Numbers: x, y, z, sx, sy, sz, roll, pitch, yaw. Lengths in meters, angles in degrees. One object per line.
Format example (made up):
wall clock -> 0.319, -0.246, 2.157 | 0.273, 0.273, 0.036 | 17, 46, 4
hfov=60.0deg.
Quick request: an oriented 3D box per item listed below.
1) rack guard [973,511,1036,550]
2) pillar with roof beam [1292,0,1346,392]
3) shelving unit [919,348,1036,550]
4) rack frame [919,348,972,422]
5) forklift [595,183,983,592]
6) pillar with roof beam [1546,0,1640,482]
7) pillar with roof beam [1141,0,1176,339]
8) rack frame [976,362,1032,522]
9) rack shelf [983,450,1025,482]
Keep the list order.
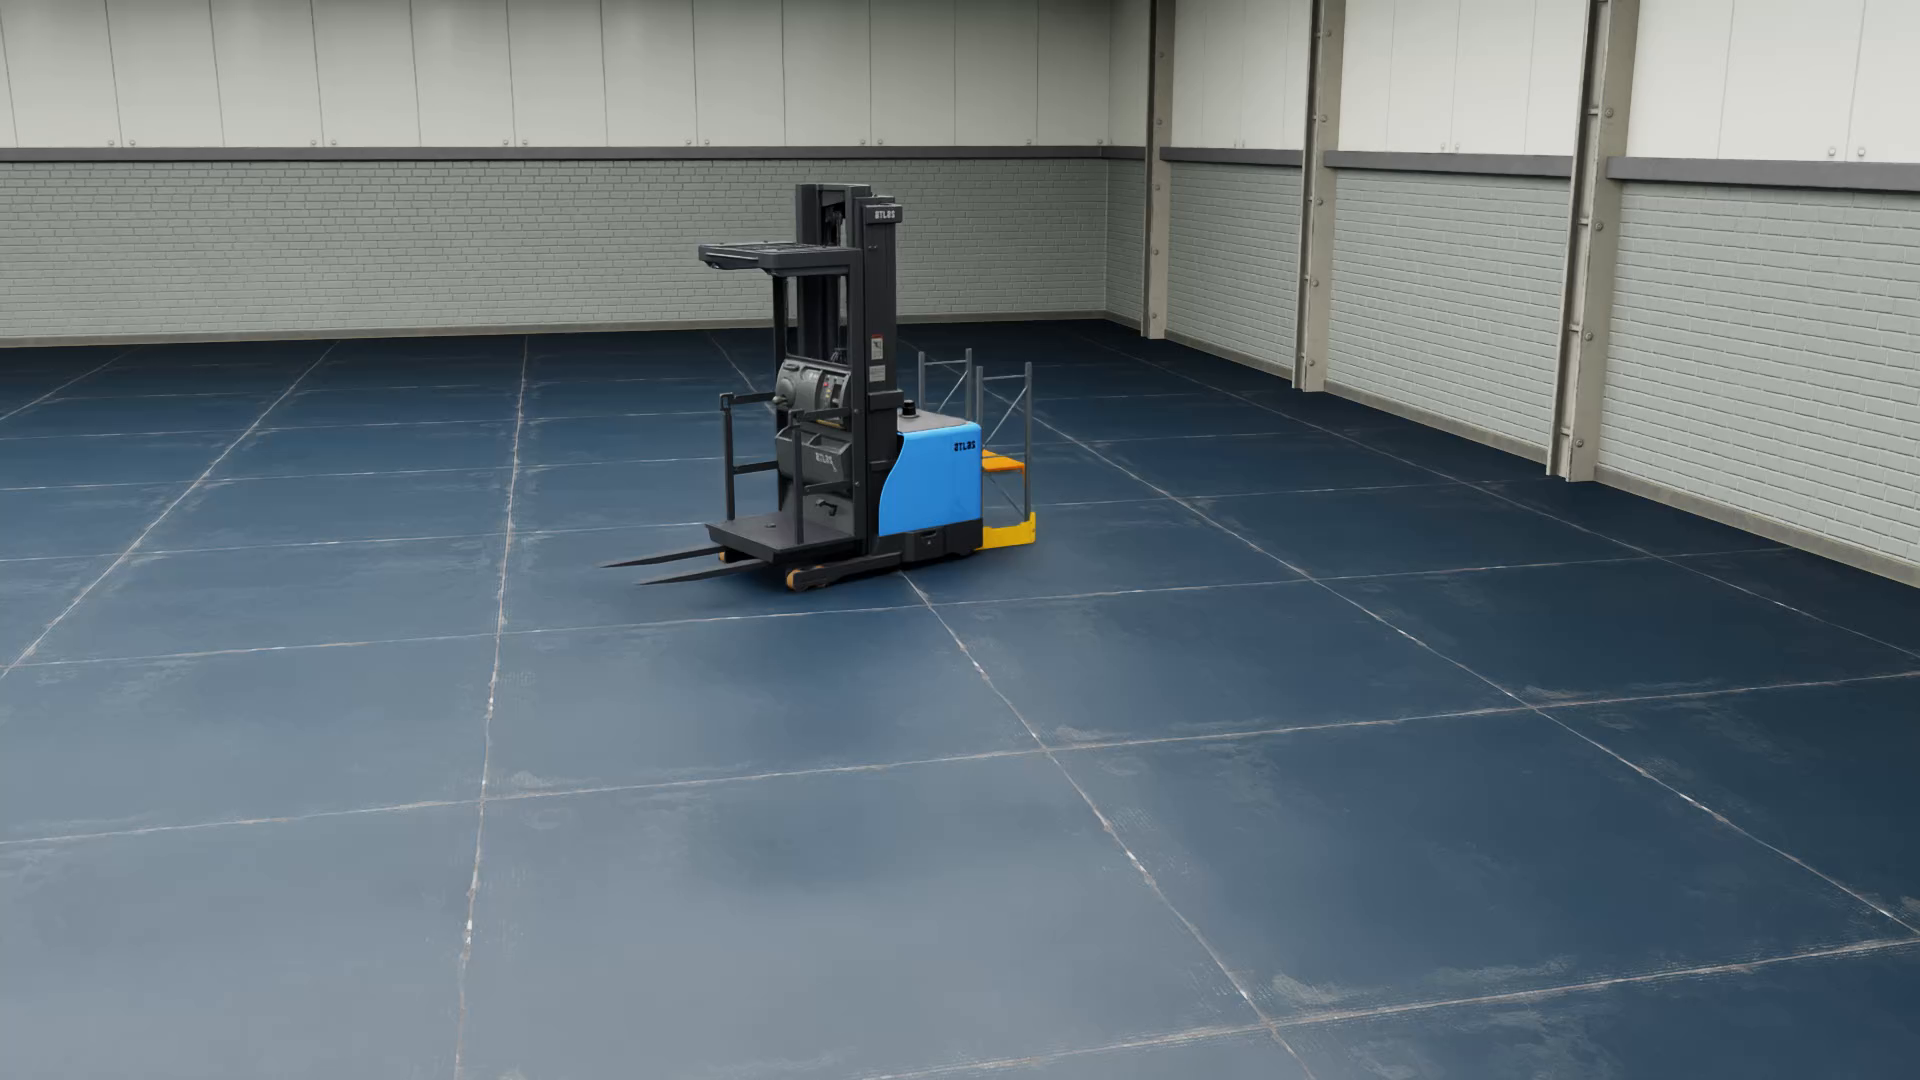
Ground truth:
rack guard -> 0.357, -0.080, 13.727 | 0.587, 0.250, 0.087 | -7, 16, -28
pillar with roof beam -> 0.459, -6.138, 20.090 | 9.100, 9.000, 0.400 | -3, 14, -13
shelving unit -> 0.121, -0.791, 14.004 | 0.587, 1.500, 1.083 | -7, 16, -28
rack frame -> -0.125, -0.899, 14.446 | 0.500, 1.500, 0.032 | -7, 16, -28
forklift -> -1.287, -1.180, 12.581 | 3.031, 2.935, 1.130 | -11, 17, -37
pillar with roof beam -> 1.868, -4.754, 14.425 | 9.100, 9.000, 0.400 | -3, 14, -13
pillar with roof beam -> -0.951, -7.522, 25.756 | 9.100, 9.000, 0.400 | -3, 14, -13
rack frame -> 0.358, -0.687, 13.577 | 0.500, 1.500, 0.032 | -7, 16, -28
rack shelf -> 0.116, -0.618, 14.054 | 0.538, 0.185, 1.000 | -7, 16, -28
